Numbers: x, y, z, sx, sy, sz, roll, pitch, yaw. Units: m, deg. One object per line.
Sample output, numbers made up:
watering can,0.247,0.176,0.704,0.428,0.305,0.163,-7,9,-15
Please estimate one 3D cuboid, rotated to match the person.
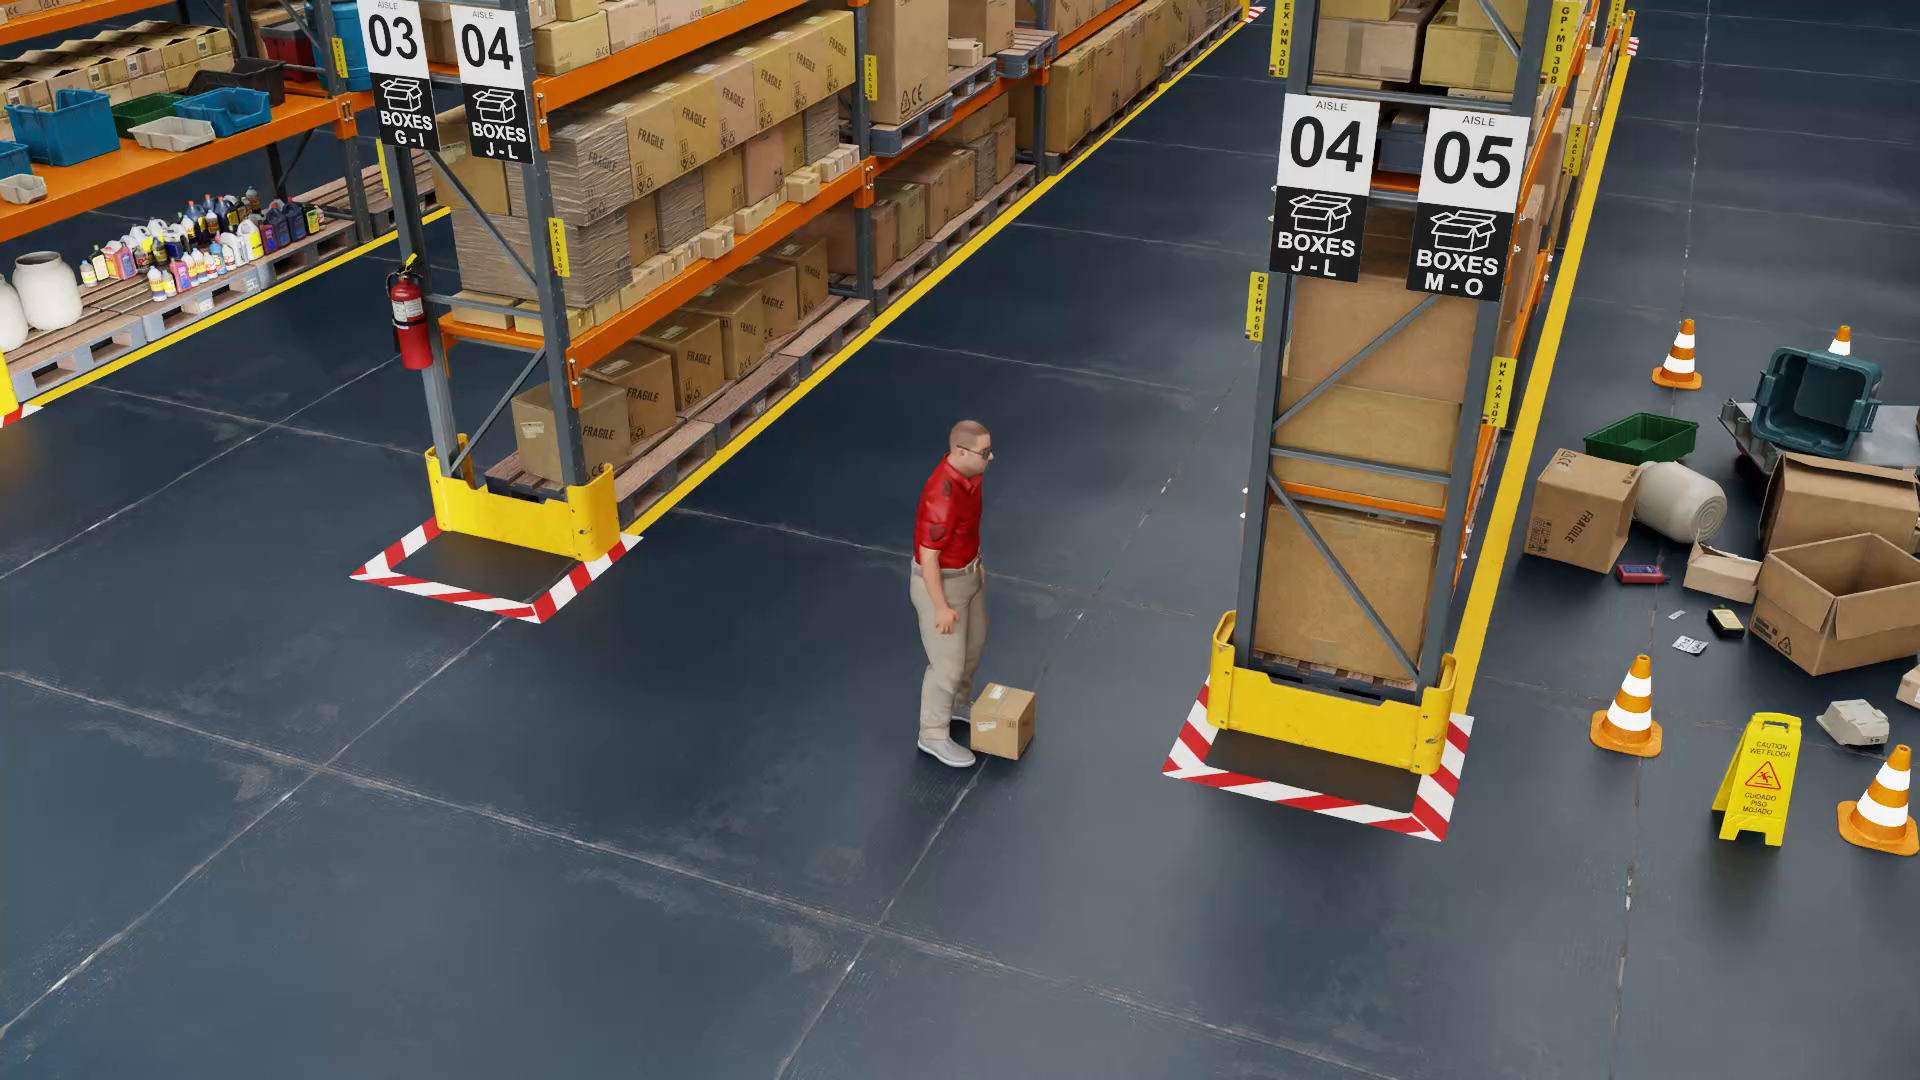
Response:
person,-0.025,0.294,8.071,0.394,1.551,0.592,9,31,16
